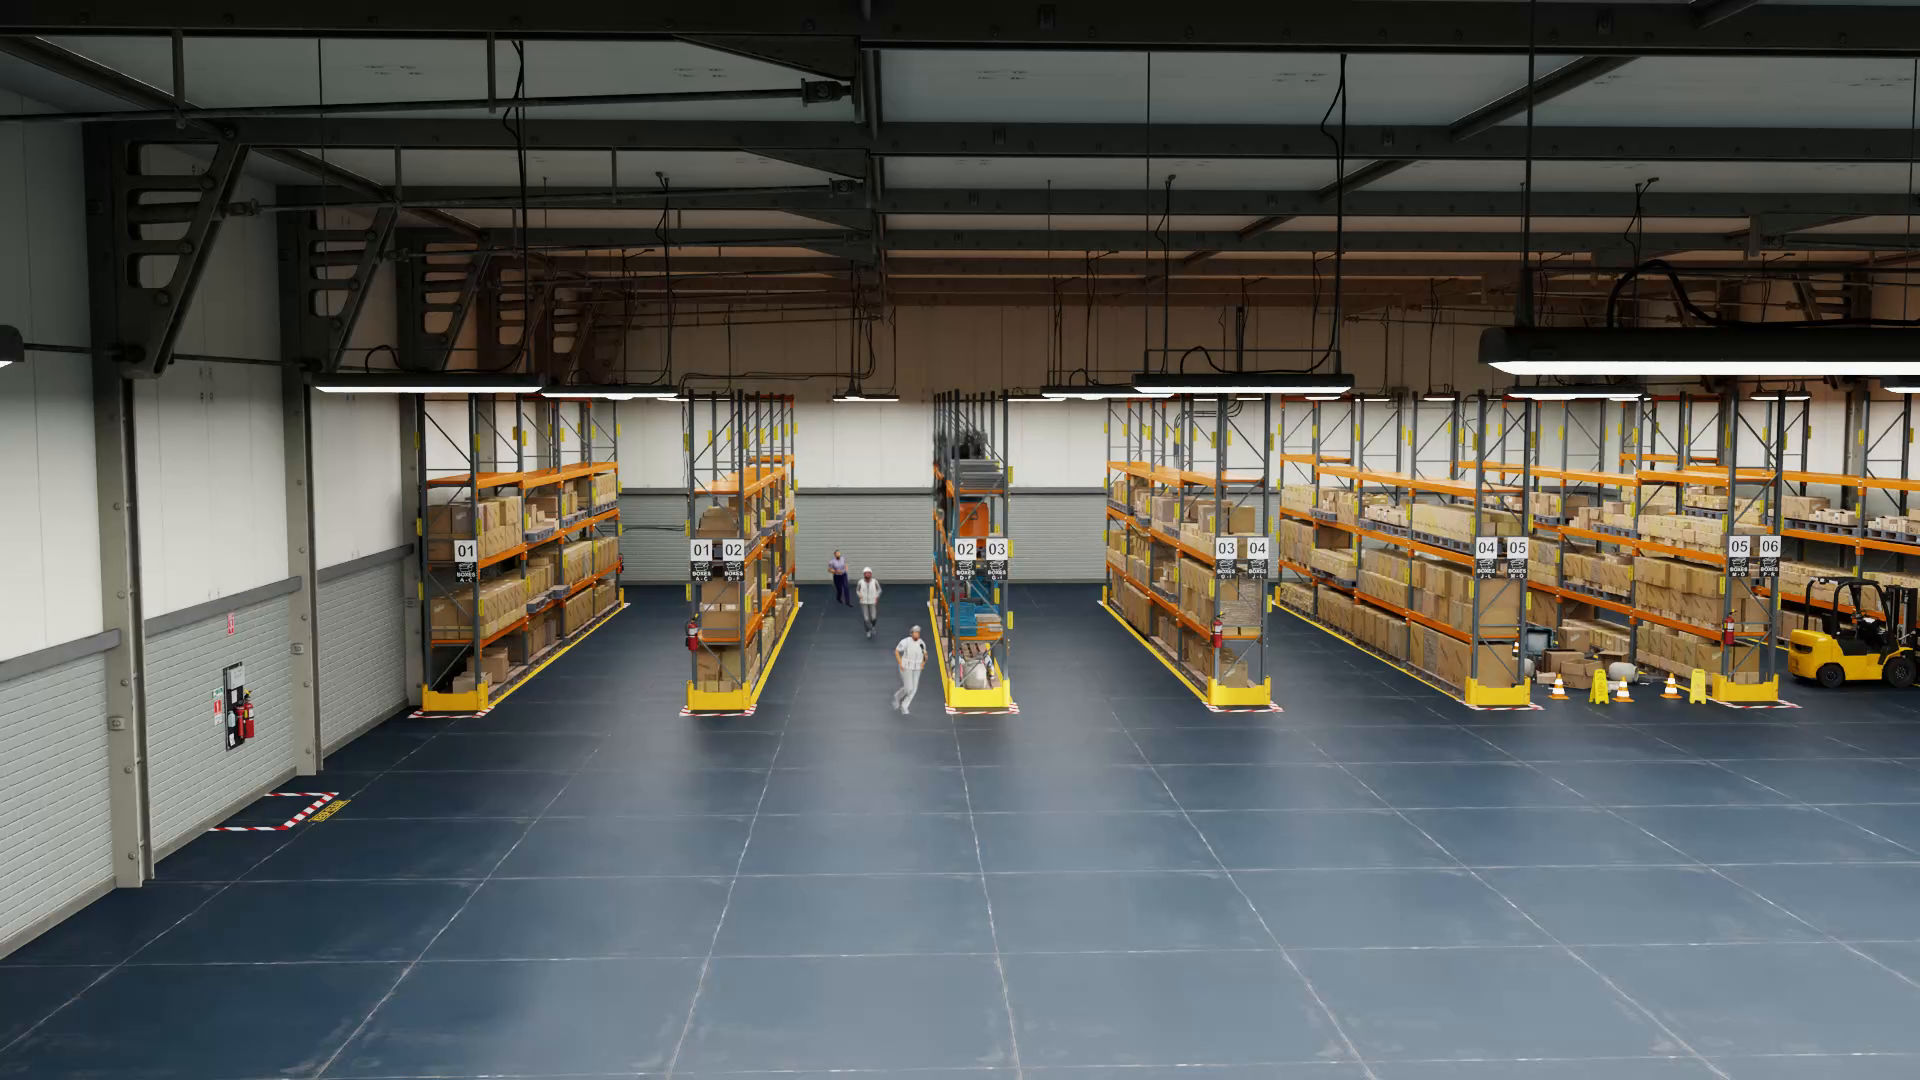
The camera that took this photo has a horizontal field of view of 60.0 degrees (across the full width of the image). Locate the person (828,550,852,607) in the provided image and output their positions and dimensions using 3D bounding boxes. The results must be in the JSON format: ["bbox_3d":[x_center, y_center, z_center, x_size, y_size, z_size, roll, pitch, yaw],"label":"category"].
[{"bbox_3d":[-3.451,1.123,47.195,0.637,1.527,0.867,-2,5,-25],"label":"person"}]

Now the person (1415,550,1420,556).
[{"bbox_3d":[13.509,0.872,49.317,0.667,1.704,0.603,0,5,-2],"label":"person"}]

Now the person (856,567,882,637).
[{"bbox_3d":[-2.236,1.533,40.690,0.635,1.727,0.564,0,5,-2],"label":"person"}]

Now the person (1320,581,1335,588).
[{"bbox_3d":[10.783,0.885,48.876,0.920,1.699,0.558,-1,5,-10],"label":"person"}]

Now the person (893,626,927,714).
[{"bbox_3d":[-0.898,2.408,30.951,0.640,1.630,0.514,-3,5,-29],"label":"person"}]
